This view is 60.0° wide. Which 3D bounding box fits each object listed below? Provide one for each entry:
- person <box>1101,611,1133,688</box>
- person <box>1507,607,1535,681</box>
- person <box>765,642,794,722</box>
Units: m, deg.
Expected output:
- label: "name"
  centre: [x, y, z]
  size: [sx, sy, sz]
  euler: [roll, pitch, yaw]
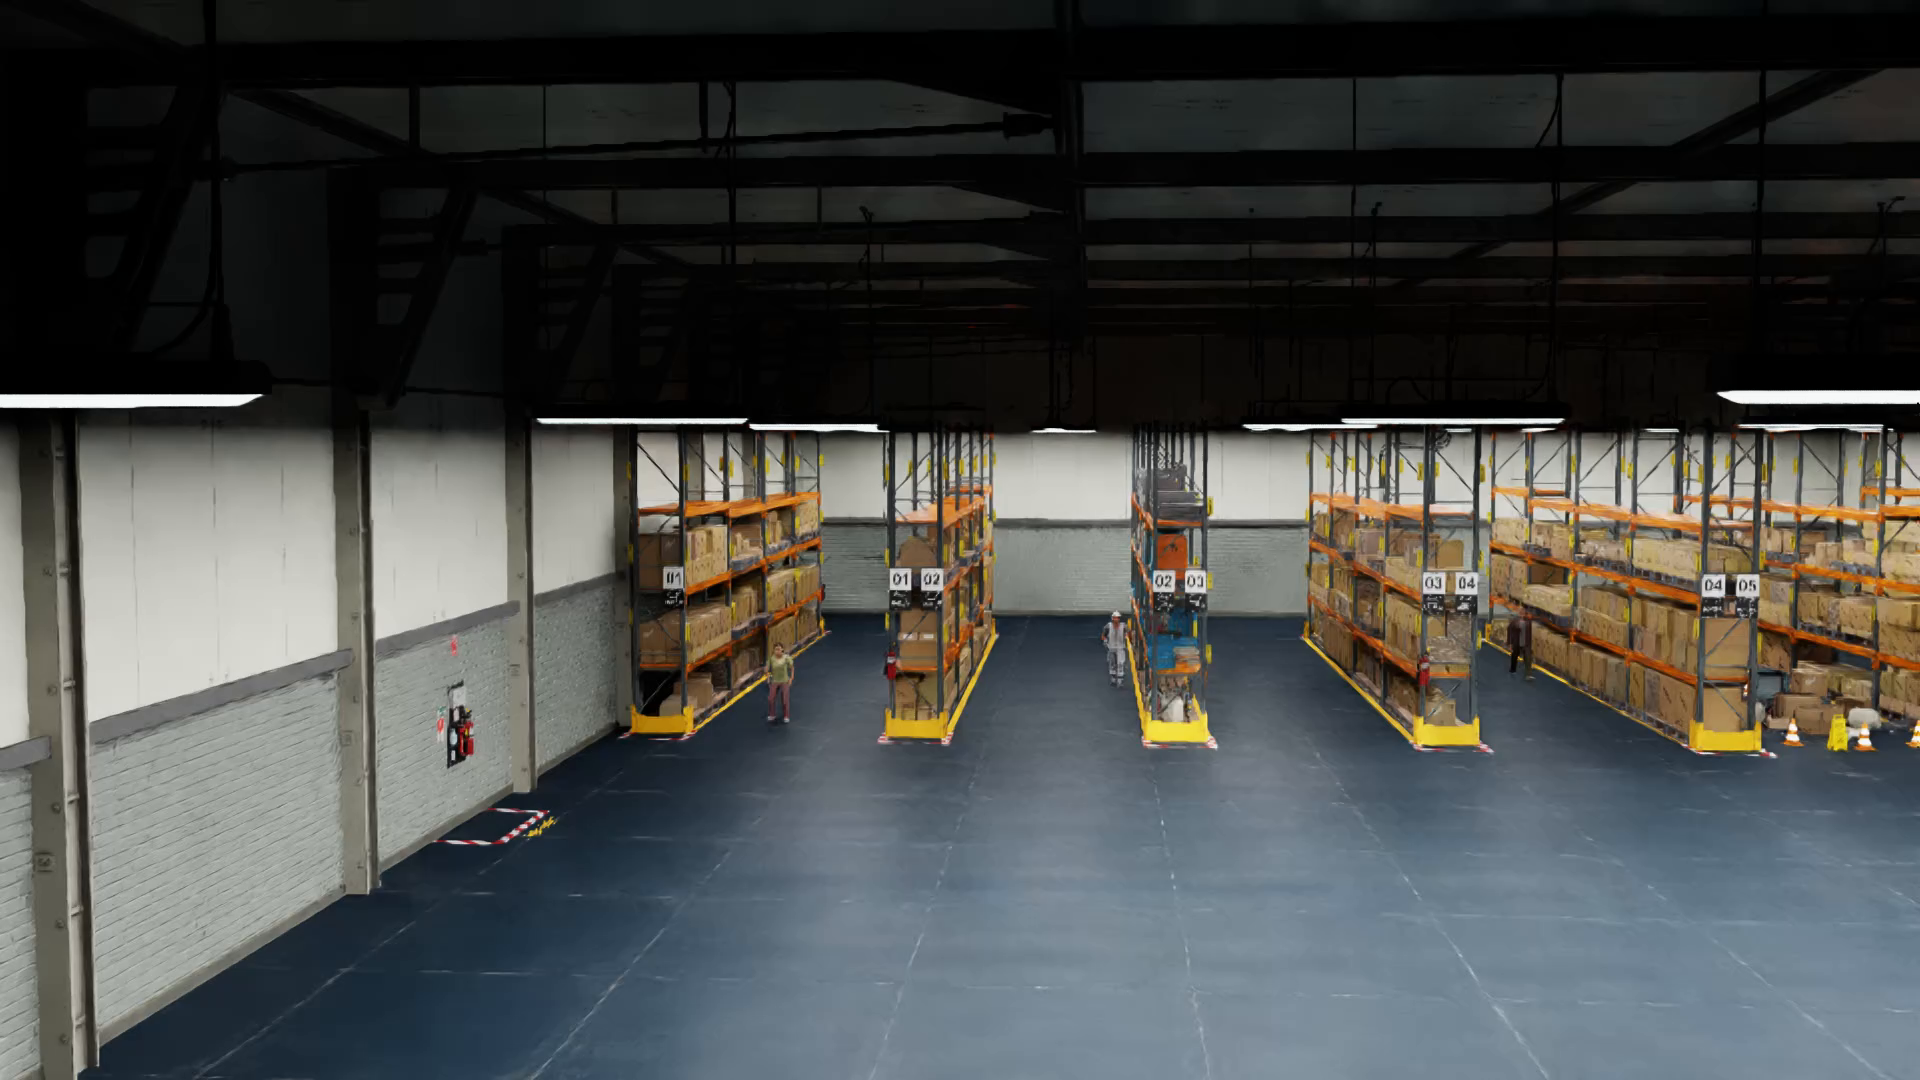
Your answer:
- label: "person"
  centre: [3.575, 2.462, 37.876]
  size: [0.703, 1.722, 0.835]
  euler: [1, 4, 10]
- label: "person"
  centre: [13.077, 2.400, 38.797]
  size: [0.598, 1.698, 1.193]
  euler: [0, 4, 7]
- label: "person"
  centre: [-3.591, 2.824, 33.120]
  size: [0.598, 1.619, 0.507]
  euler: [0, 4, 4]
